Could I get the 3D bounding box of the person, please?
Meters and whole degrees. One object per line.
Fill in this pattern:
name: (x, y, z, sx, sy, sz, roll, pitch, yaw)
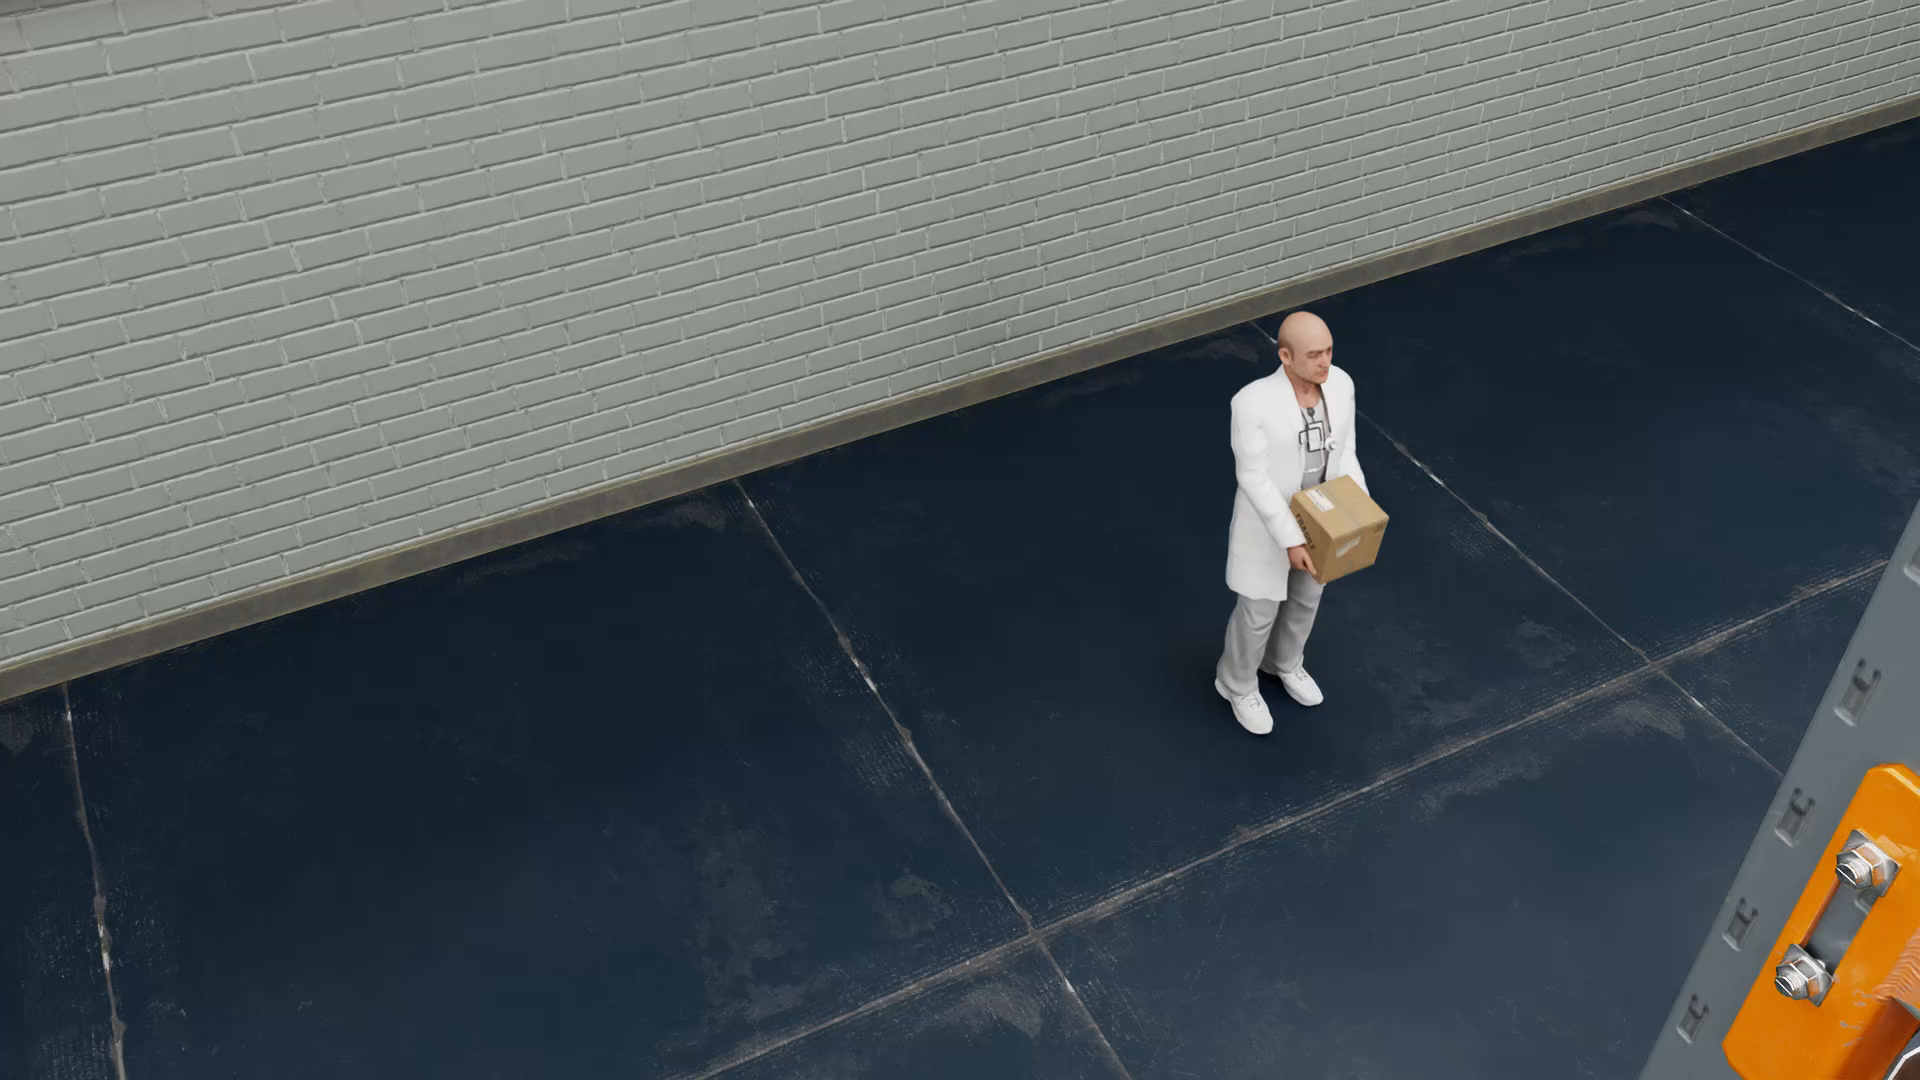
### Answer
person: (1.292, -0.014, 6.322, 0.528, 1.773, 0.554, -19, 44, -21)
